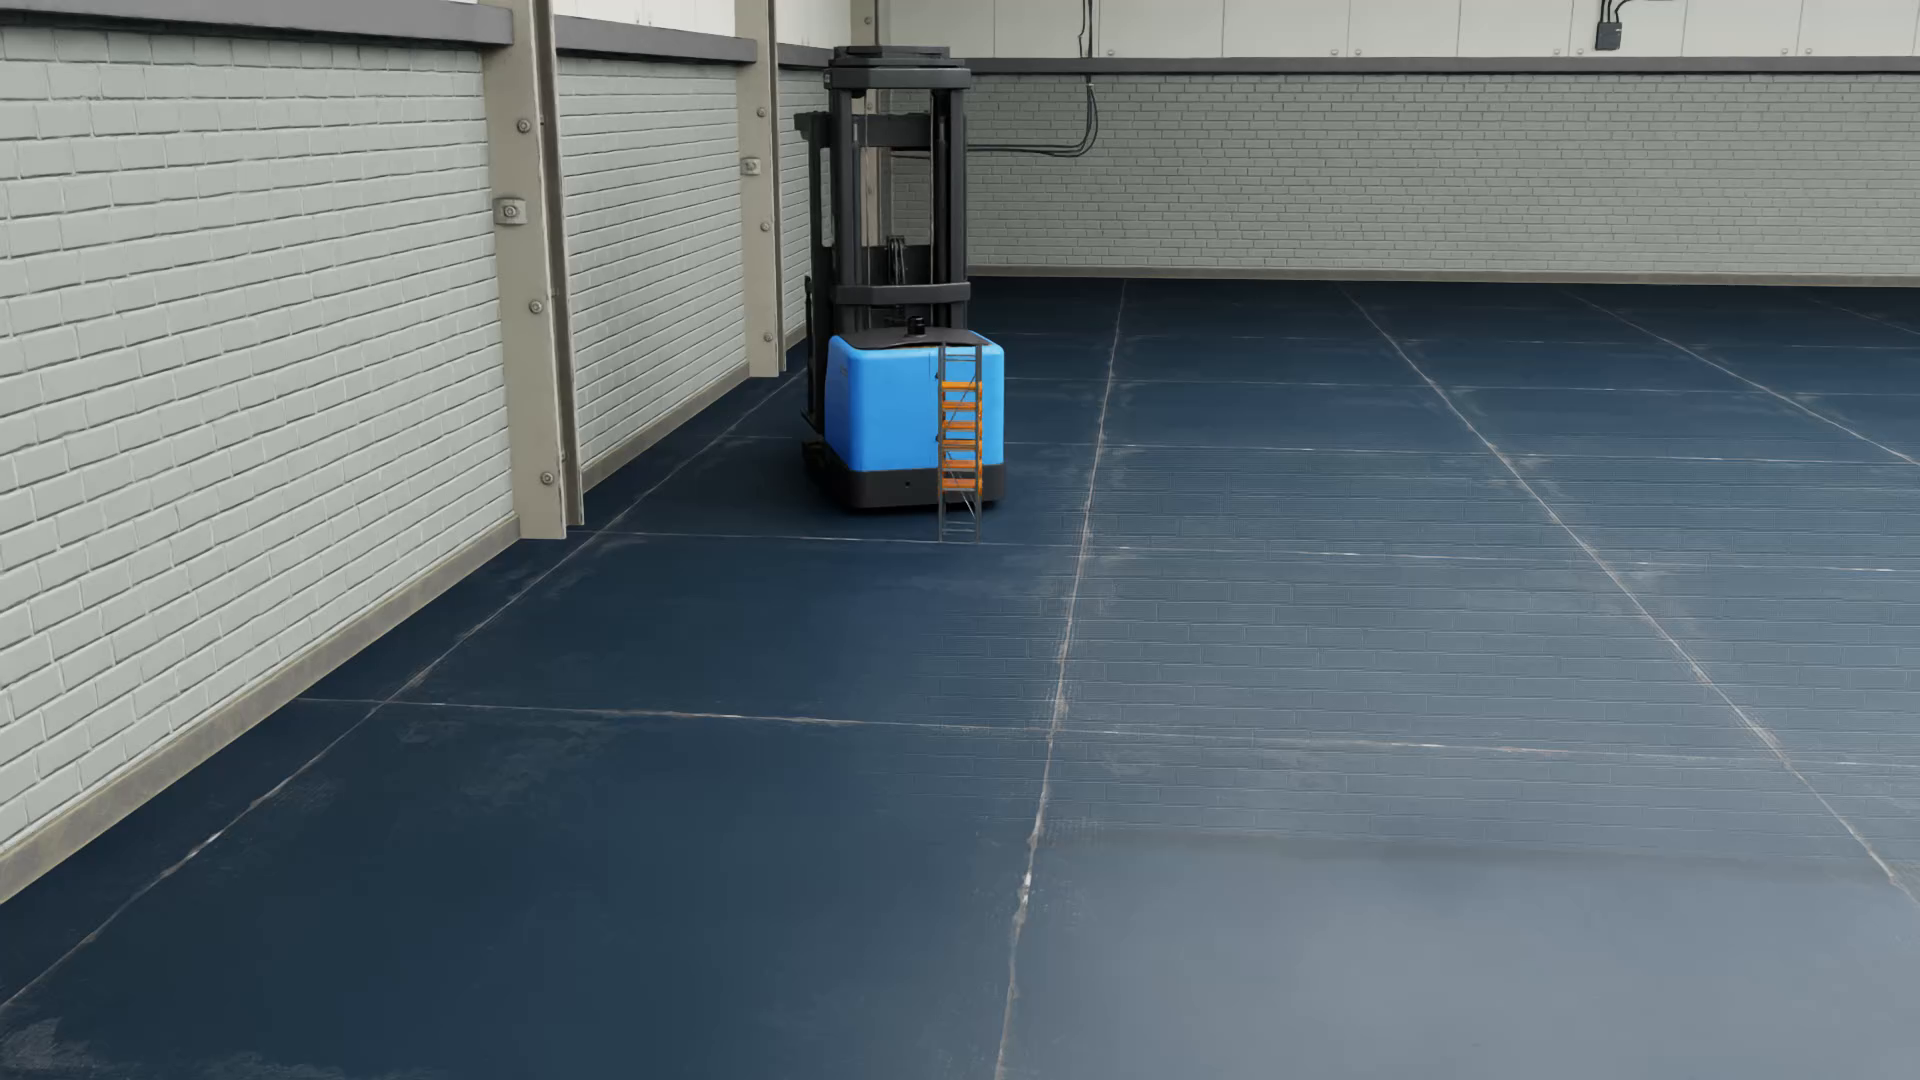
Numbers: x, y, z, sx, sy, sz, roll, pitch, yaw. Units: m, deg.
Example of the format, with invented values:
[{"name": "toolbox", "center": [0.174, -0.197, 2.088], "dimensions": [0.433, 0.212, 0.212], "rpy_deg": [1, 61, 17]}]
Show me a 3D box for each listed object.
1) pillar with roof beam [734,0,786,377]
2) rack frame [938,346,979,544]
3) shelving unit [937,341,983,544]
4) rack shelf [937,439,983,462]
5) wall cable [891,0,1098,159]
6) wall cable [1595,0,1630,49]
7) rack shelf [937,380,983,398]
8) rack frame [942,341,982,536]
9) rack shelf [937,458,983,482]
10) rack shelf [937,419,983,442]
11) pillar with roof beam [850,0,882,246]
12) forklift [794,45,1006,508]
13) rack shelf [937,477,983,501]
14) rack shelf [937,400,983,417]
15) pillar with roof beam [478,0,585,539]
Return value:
[{"name": "pillar with roof beam", "center": [2.398, -5.833, 14.493], "dimensions": [9.100, 9.000, 0.400], "rpy_deg": [2, 15, 6]}, {"name": "rack frame", "center": [-0.009, -0.559, 9.932], "dimensions": [0.240, 1.200, 0.006], "rpy_deg": [2, 15, 6]}, {"name": "shelving unit", "center": [0.002, -0.583, 10.019], "dimensions": [0.258, 1.200, 0.189], "rpy_deg": [2, 15, 6]}, {"name": "rack shelf", "center": [0.002, -0.540, 10.031], "dimensions": [0.258, 0.103, 0.180], "rpy_deg": [2, 15, 6]}, {"name": "wall cable", "center": [0.444, -6.742, 23.804], "dimensions": [3.097, 2.526, 0.112], "rpy_deg": [2, 15, 6]}, {"name": "wall cable", "center": [9.875, -9.599, 21.905], "dimensions": [2.305, 6.003, 0.169], "rpy_deg": [2, 15, 6]}, {"name": "rack shelf", "center": [0.002, -0.888, 9.937], "dimensions": [0.258, 0.103, 0.180], "rpy_deg": [2, 15, 6]}, {"name": "rack frame", "center": [0.012, -0.607, 10.107], "dimensions": [0.240, 1.200, 0.006], "rpy_deg": [2, 15, 6]}, {"name": "rack shelf", "center": [0.002, -0.424, 10.062], "dimensions": [0.258, 0.103, 0.180], "rpy_deg": [2, 15, 6]}, {"name": "rack shelf", "center": [0.002, -0.656, 10.000], "dimensions": [0.258, 0.103, 0.180], "rpy_deg": [2, 15, 6]}, {"name": "pillar with roof beam", "center": [3.075, -7.389, 20.248], "dimensions": [9.100, 9.000, 0.400], "rpy_deg": [2, 15, 6]}, {"name": "forklift", "center": [-0.550, -1.959, 11.792], "dimensions": [1.130, 2.935, 3.031], "rpy_deg": [-4, 16, -13]}, {"name": "rack shelf", "center": [0.002, -0.308, 10.094], "dimensions": [0.258, 0.103, 0.180], "rpy_deg": [2, 15, 6]}, {"name": "rack shelf", "center": [0.002, -0.772, 9.968], "dimensions": [0.258, 0.103, 0.180], "rpy_deg": [2, 15, 6]}, {"name": "pillar with roof beam", "center": [1.721, -4.277, 8.738], "dimensions": [9.100, 9.000, 0.400], "rpy_deg": [2, 15, 6]}]
